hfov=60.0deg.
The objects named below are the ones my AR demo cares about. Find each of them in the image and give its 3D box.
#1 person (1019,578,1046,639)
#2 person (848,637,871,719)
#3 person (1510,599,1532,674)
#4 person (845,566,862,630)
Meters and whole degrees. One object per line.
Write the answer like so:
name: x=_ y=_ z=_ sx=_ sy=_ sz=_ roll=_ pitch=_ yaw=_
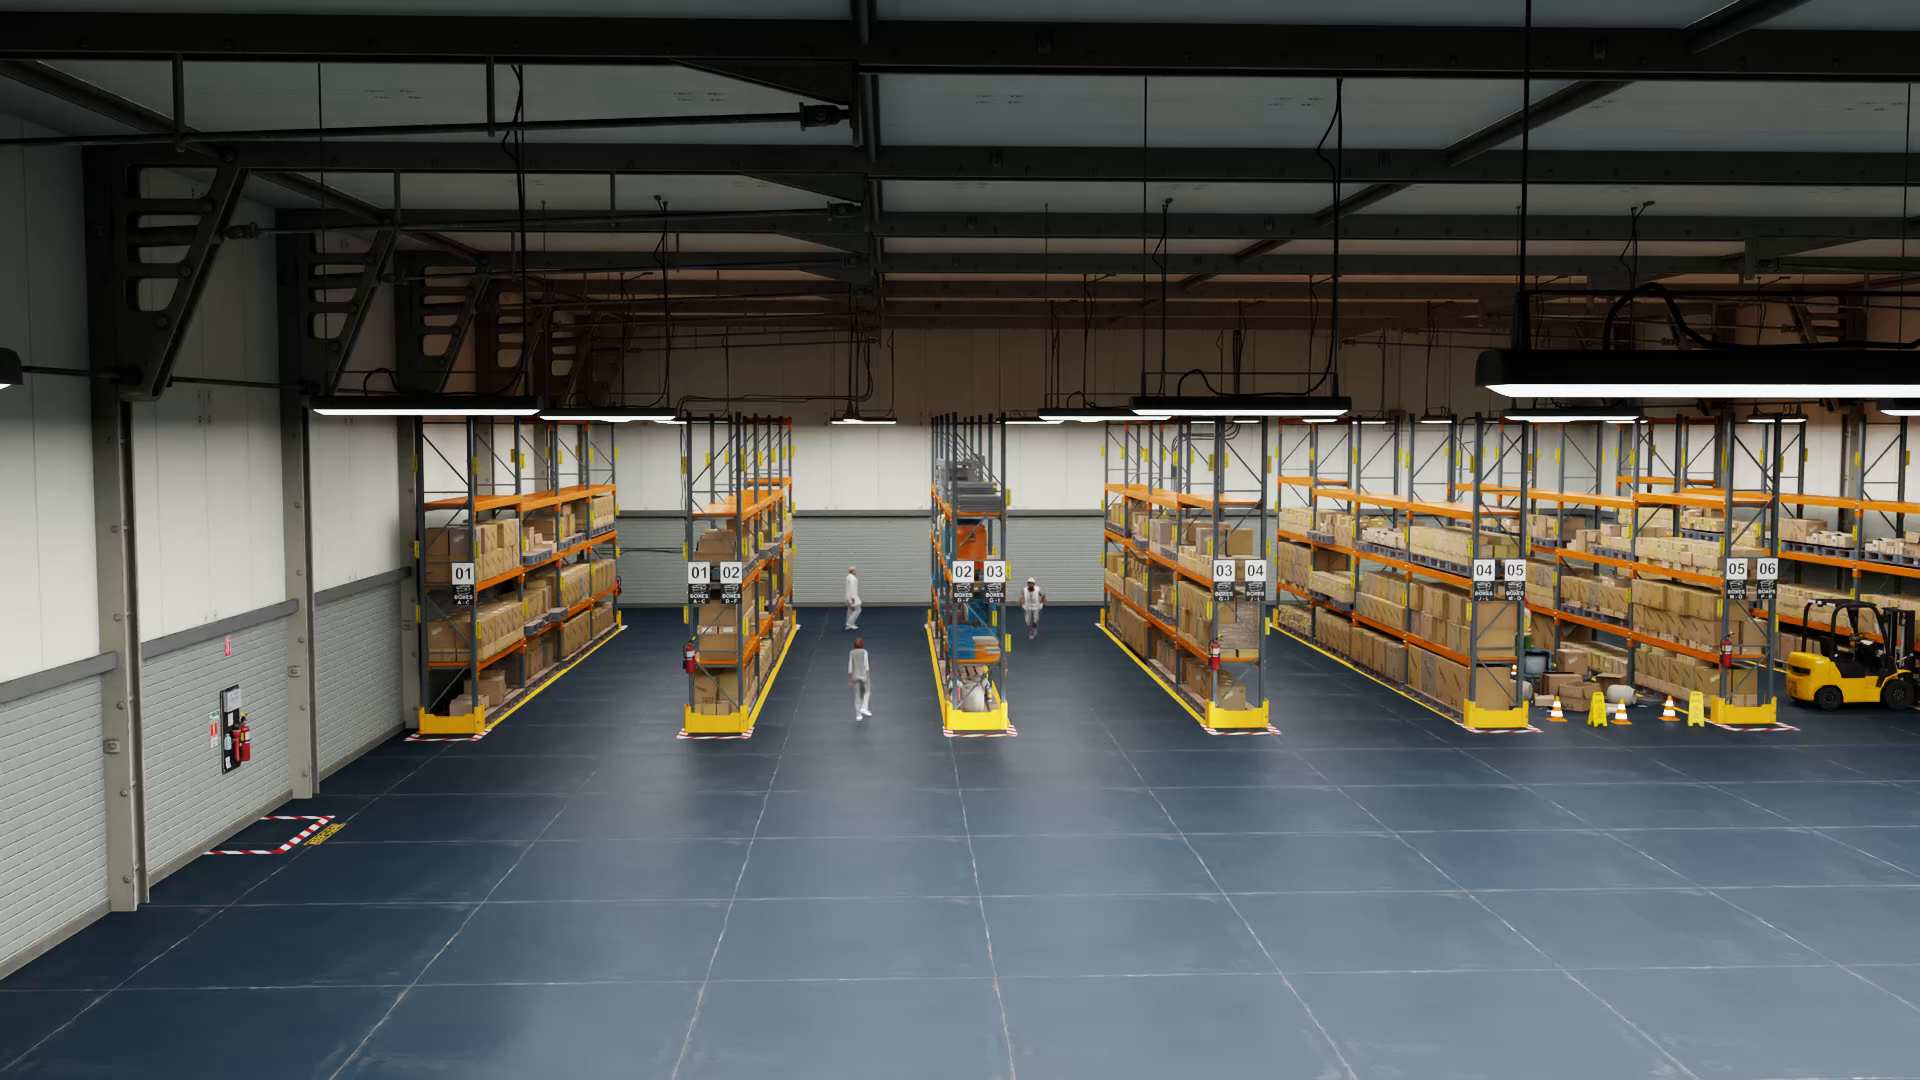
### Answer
person: x=1.941 y=1.843 z=44.710 sx=0.719 sy=1.685 sz=0.634 roll=0 pitch=4 yaw=5
person: x=-1.967 y=2.704 z=32.543 sx=0.455 sy=1.586 sz=0.442 roll=0 pitch=4 yaw=6
person: x=13.021 y=2.229 z=38.385 sx=0.514 sy=1.807 sz=0.543 roll=-1 pitch=4 yaw=-14
person: x=-3.044 y=1.637 z=46.998 sx=0.487 sy=1.786 sz=0.633 roll=-1 pitch=4 yaw=-19
